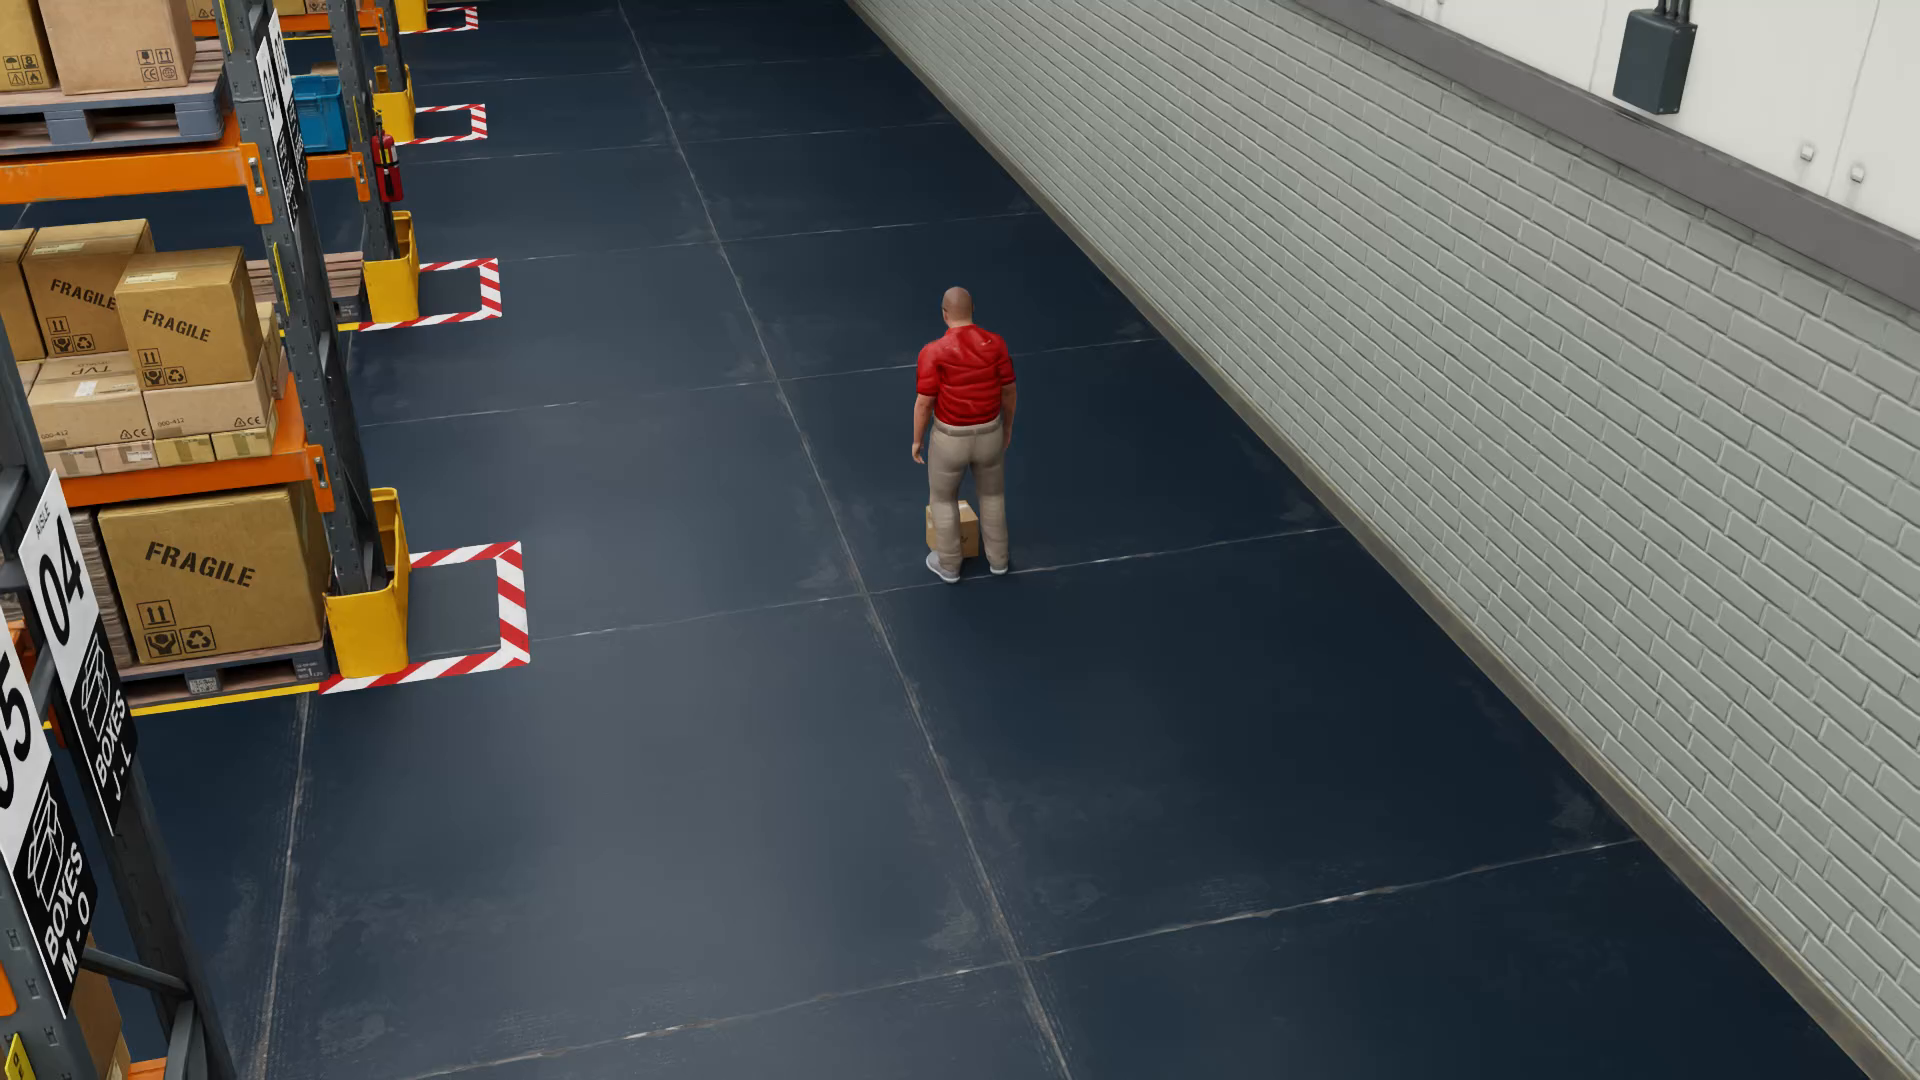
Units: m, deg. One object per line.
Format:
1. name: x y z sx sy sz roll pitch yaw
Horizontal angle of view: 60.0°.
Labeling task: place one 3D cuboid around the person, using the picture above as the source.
1. person: 0.028 -0.571 9.239 0.602 1.728 0.384 -9 31 -15
